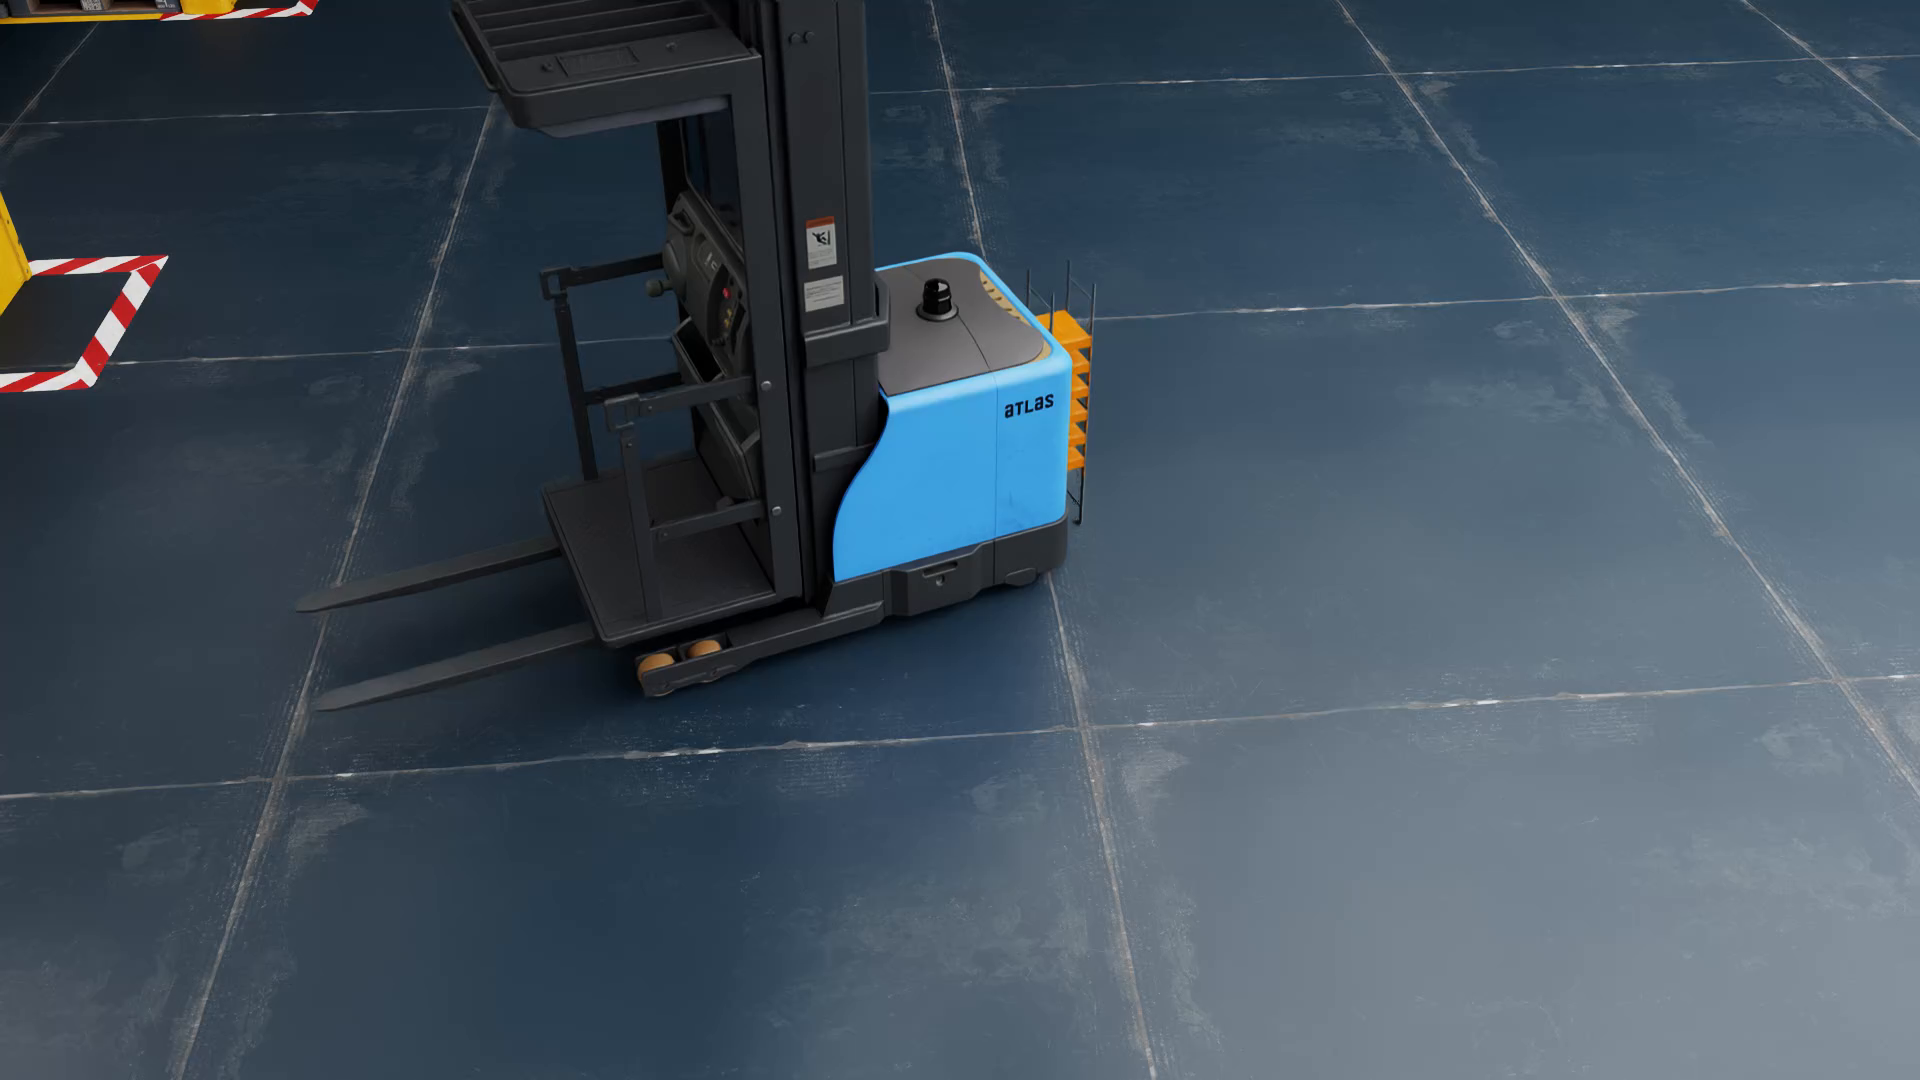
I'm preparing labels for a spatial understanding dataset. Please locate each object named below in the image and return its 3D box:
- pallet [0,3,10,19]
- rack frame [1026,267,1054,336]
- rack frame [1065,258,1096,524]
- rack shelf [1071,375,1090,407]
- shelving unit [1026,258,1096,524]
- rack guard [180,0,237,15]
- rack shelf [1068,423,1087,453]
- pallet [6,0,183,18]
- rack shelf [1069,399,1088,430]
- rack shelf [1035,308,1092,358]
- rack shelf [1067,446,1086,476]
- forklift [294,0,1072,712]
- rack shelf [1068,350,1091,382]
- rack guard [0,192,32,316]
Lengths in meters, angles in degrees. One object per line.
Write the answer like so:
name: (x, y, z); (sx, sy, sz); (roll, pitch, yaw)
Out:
pallet: (-7.534, -4.132, 12.317); (1.213, 0.211, 1.003); (-3, 38, -4)
rack frame: (0.320, -0.563, 6.995); (0.006, 1.200, 0.240); (-15, 41, -18)
rack frame: (0.488, -0.609, 7.053); (0.006, 1.200, 0.240); (-15, 41, -18)
rack shelf: (0.404, -0.645, 6.977); (0.180, 0.103, 0.258); (-15, 41, -18)
shelving unit: (0.404, -0.586, 7.024); (0.189, 1.200, 0.258); (-15, 41, -18)
rack guard: (-5.540, -4.380, 12.397); (0.348, 0.500, 1.175); (-3, 38, -4)
rack shelf: (0.404, -0.457, 7.126); (0.180, 0.103, 0.258); (-15, 41, -18)
pallet: (-6.322, -4.197, 12.399); (1.213, 0.211, 1.003); (-3, 38, -4)
rack shelf: (0.404, -0.551, 7.051); (0.180, 0.103, 0.258); (-15, 41, -18)
rack shelf: (0.404, -0.834, 6.828); (0.180, 0.103, 0.258); (-15, 41, -18)
rack shelf: (0.404, -0.363, 7.200); (0.180, 0.103, 0.258); (-15, 41, -18)
forklift: (-1.112, -0.916, 6.045); (3.031, 2.935, 1.130); (-15, 41, -18)
rack shelf: (0.404, -0.739, 6.903); (0.180, 0.103, 0.258); (-15, 41, -18)
rack guard: (-5.196, -1.312, 8.509); (0.348, 0.500, 1.175); (-3, 38, -4)
